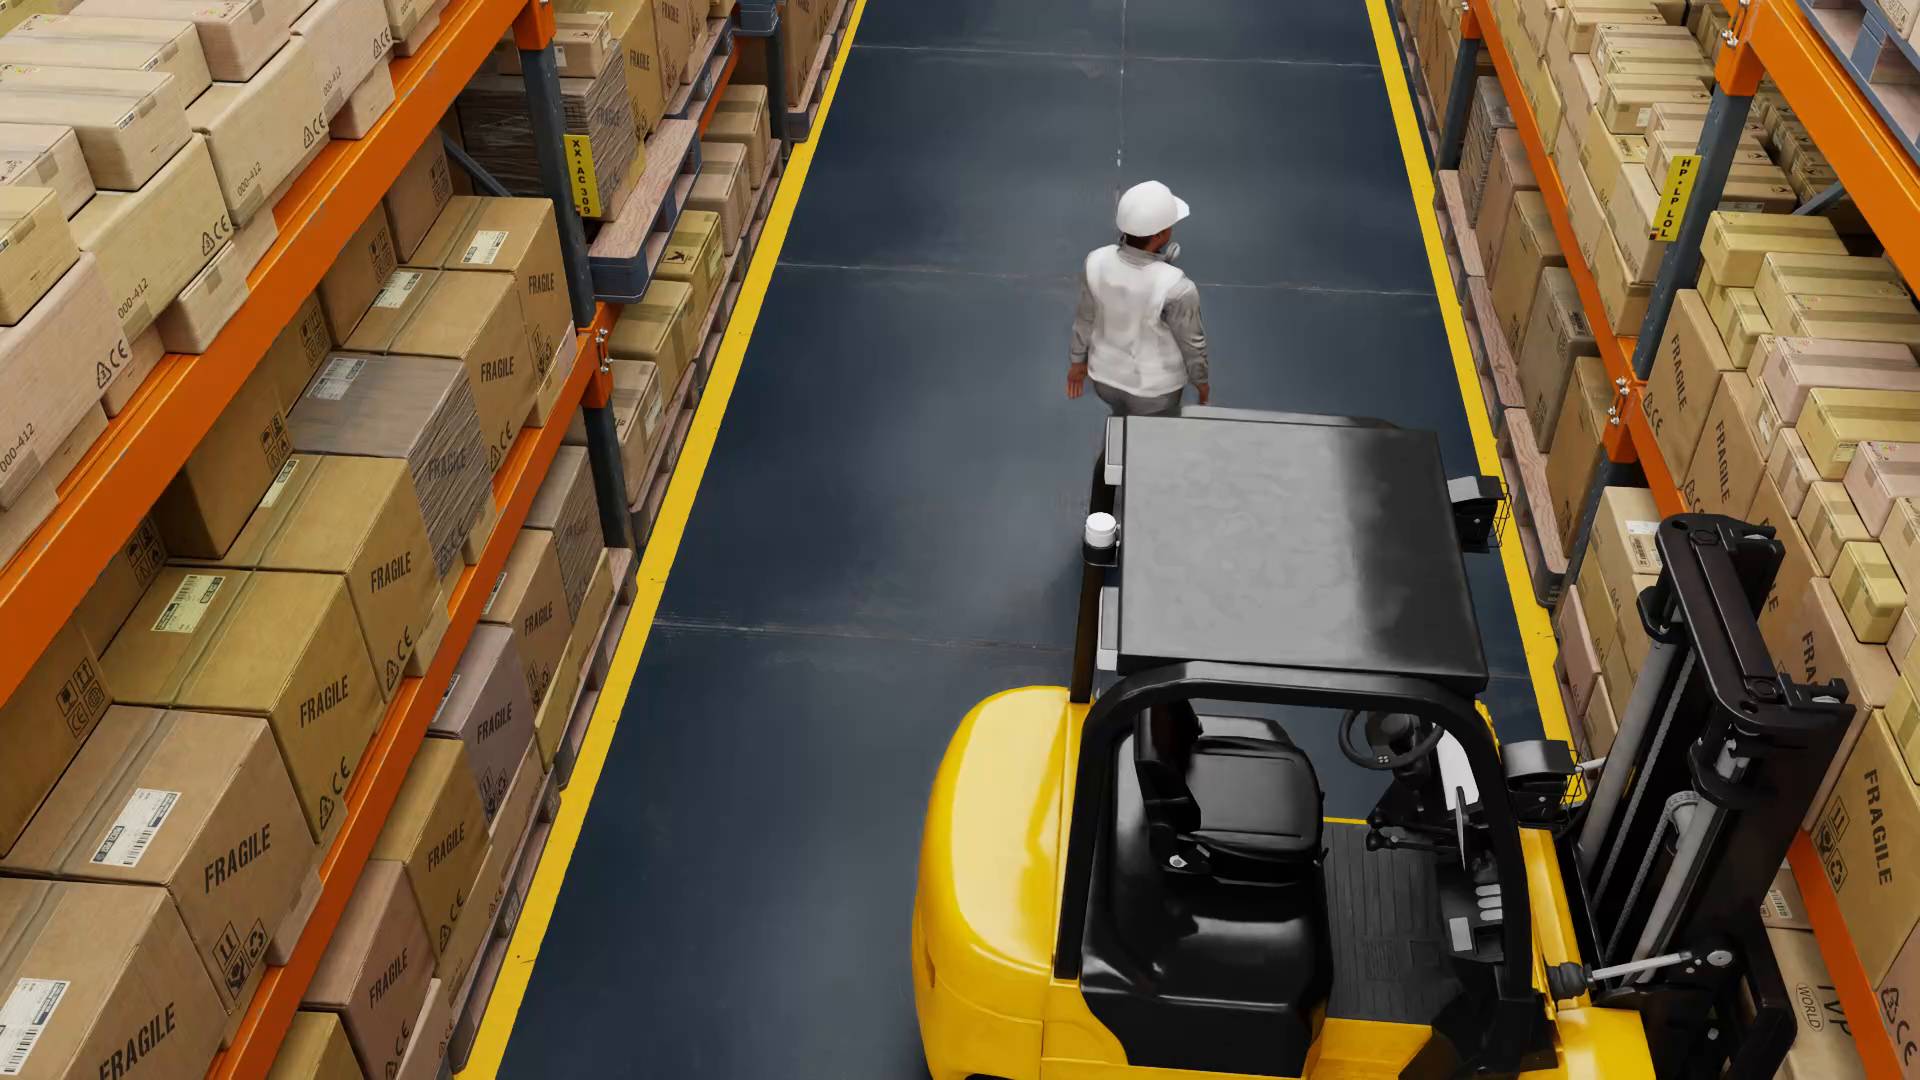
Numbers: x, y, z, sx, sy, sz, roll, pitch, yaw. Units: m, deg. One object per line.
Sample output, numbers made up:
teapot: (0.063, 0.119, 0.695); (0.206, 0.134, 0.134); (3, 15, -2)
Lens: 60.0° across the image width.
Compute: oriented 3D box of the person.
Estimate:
person: (0.776, -0.691, 6.995); (0.583, 1.839, 0.533); (27, 47, 28)
